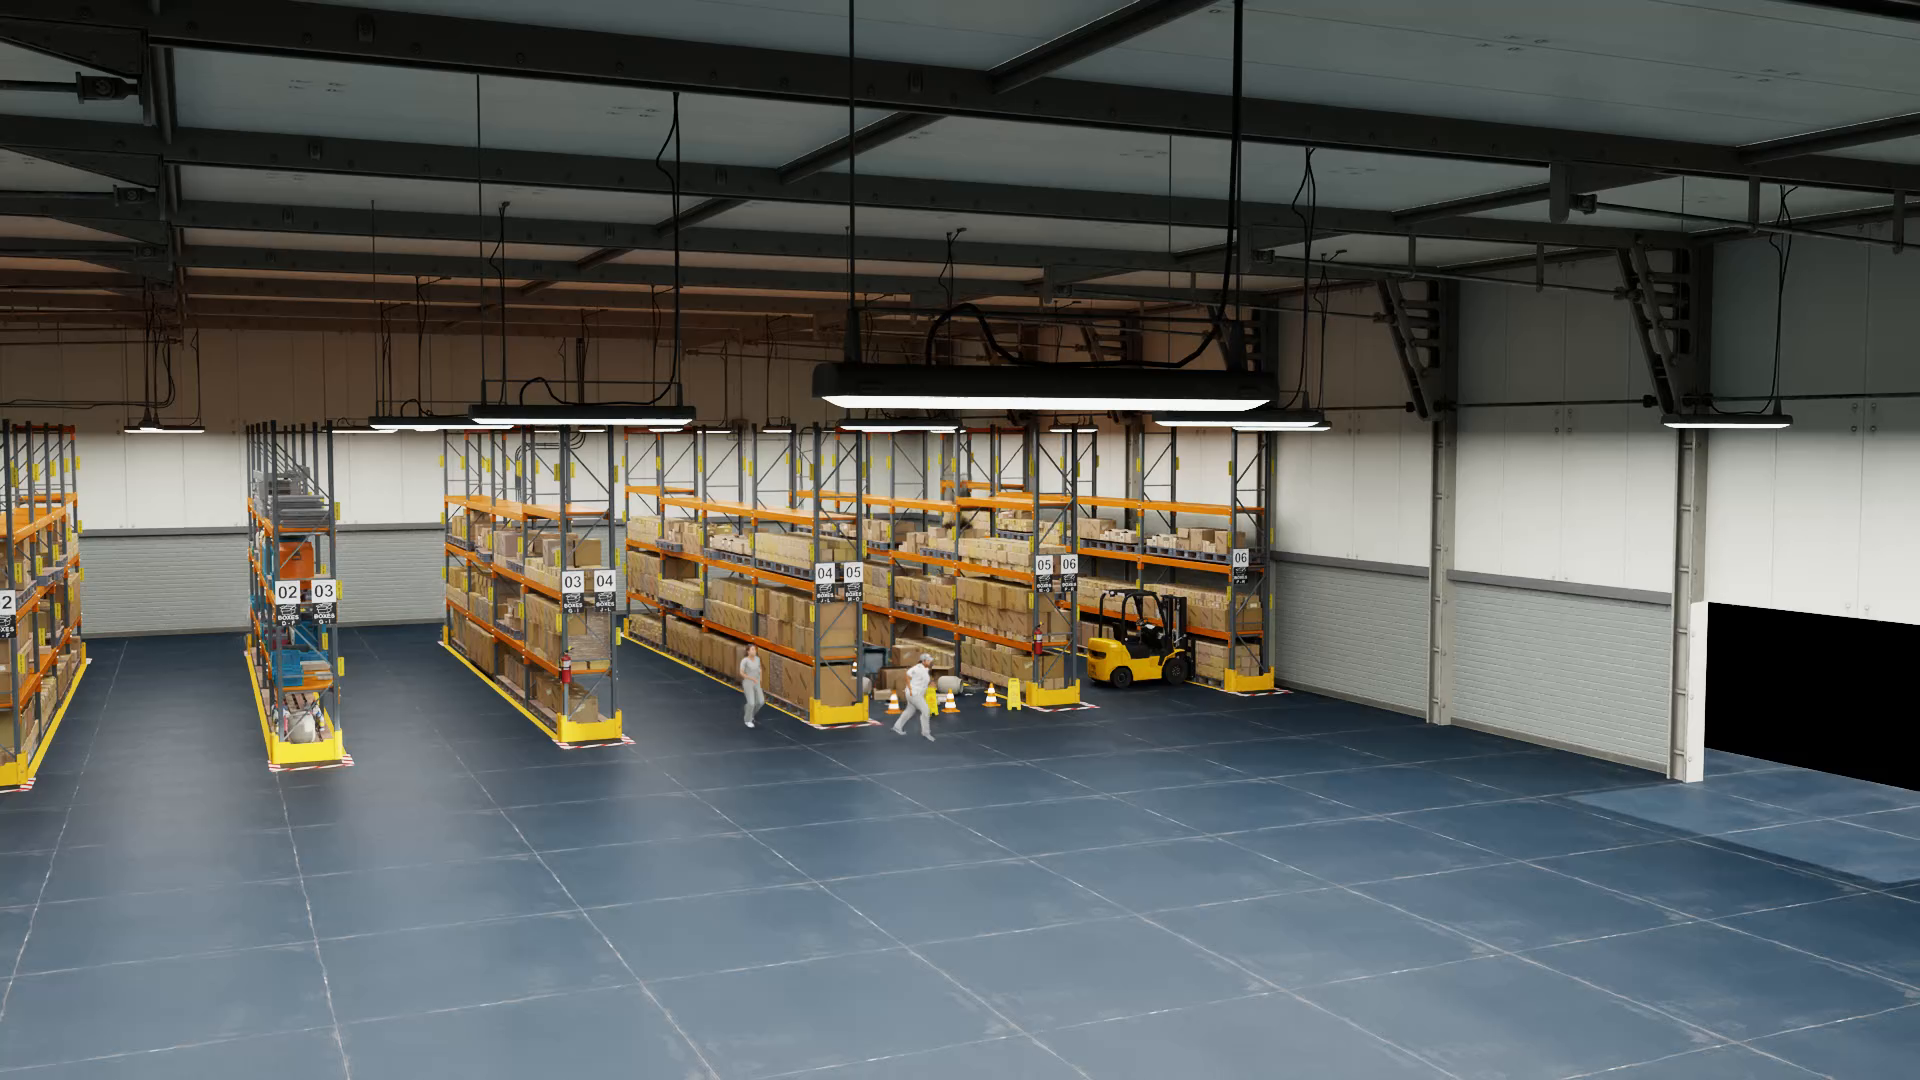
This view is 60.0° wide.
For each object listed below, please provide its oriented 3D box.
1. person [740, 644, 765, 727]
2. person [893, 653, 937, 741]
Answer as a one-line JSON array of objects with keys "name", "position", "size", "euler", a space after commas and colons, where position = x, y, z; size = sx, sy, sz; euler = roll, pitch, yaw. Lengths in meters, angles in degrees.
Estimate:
[{"name": "person", "position": [-4.080, 2.859, 32.772], "size": [0.590, 1.635, 0.578], "euler": [-3, 5, -44]}, {"name": "person", "position": [-0.878, 2.960, 31.438], "size": [0.899, 1.661, 0.599], "euler": [1, 4, 17]}]
